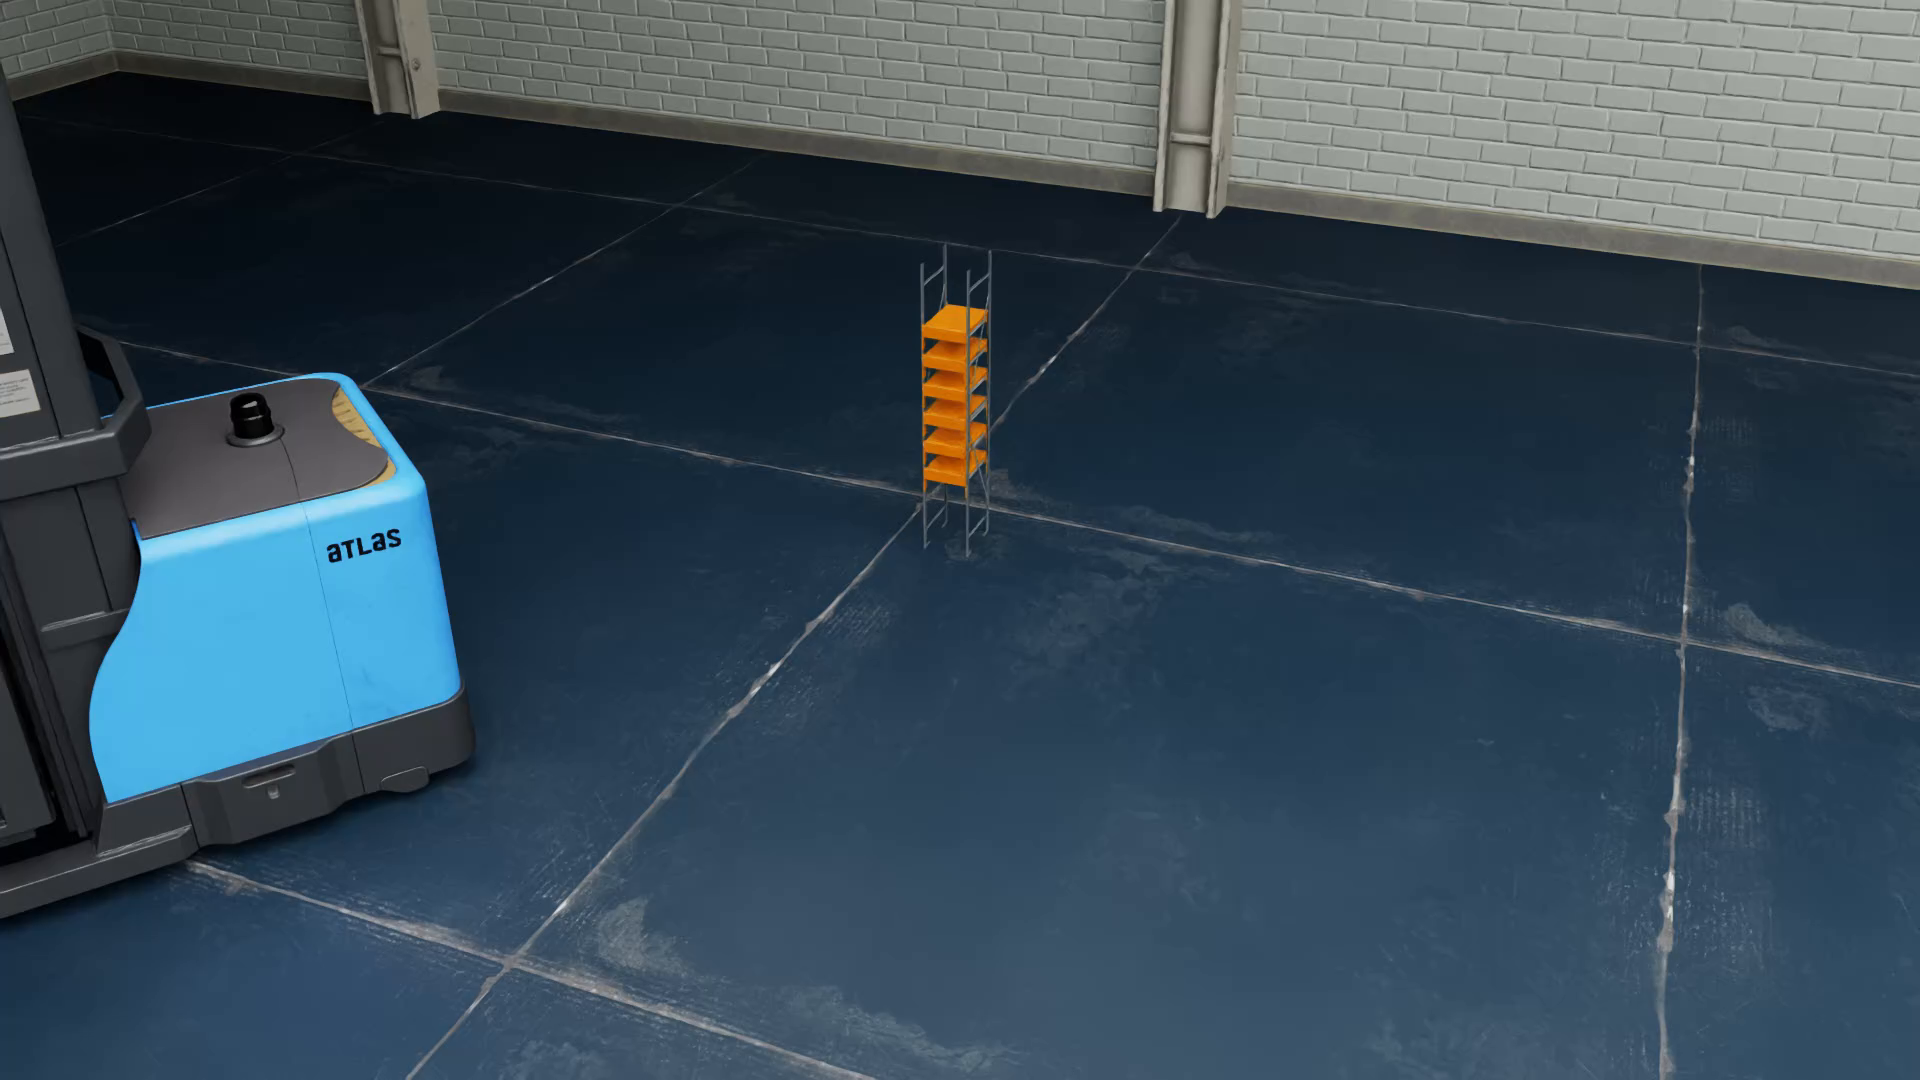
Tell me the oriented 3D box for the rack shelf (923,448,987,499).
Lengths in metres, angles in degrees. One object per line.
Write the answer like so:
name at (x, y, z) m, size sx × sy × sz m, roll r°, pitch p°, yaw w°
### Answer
rack shelf at (-0.013, -0.277, 6.599) m, size 0.180 × 0.103 × 0.258 m, roll 11°, pitch 31°, yaw 19°

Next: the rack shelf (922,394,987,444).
rack shelf at (-0.013, -0.486, 6.481) m, size 0.180 × 0.103 × 0.258 m, roll 11°, pitch 31°, yaw 19°

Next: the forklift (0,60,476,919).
forklift at (-3.100, -0.346, 4.384) m, size 3.031 × 2.935 × 1.130 m, roll -17°, pitch 34°, yaw -27°

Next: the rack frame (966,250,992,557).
rack frame at (0.071, -0.508, 6.430) m, size 0.006 × 1.200 × 0.240 m, roll 11°, pitch 31°, yaw 19°

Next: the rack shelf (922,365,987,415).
rack shelf at (-0.013, -0.591, 6.422) m, size 0.180 × 0.103 × 0.258 m, roll 11°, pitch 31°, yaw 19°

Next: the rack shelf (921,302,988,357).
rack shelf at (-0.013, -0.800, 6.304) m, size 0.180 × 0.103 × 0.258 m, roll 11°, pitch 31°, yaw 19°

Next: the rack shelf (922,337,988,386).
rack shelf at (-0.013, -0.695, 6.363) m, size 0.180 × 0.103 × 0.258 m, roll 11°, pitch 31°, yaw 19°

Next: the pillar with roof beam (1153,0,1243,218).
pillar with roof beam at (-0.175, -4.044, 4.760) m, size 0.400 × 9.000 × 9.100 m, roll 11°, pitch 31°, yaw 19°

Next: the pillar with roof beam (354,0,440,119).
pillar with roof beam at (-5.735, -5.154, 6.724) m, size 0.400 × 9.000 × 9.100 m, roll 11°, pitch 31°, yaw 19°

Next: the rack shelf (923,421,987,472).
rack shelf at (-0.013, -0.382, 6.540) m, size 0.180 × 0.103 × 0.258 m, roll 11°, pitch 31°, yaw 19°

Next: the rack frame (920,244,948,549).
rack frame at (-0.098, -0.542, 6.489) m, size 0.006 × 1.200 × 0.240 m, roll 11°, pitch 31°, yaw 19°

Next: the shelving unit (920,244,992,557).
shelving unit at (-0.013, -0.525, 6.459) m, size 0.189 × 1.200 × 0.258 m, roll 11°, pitch 31°, yaw 19°
